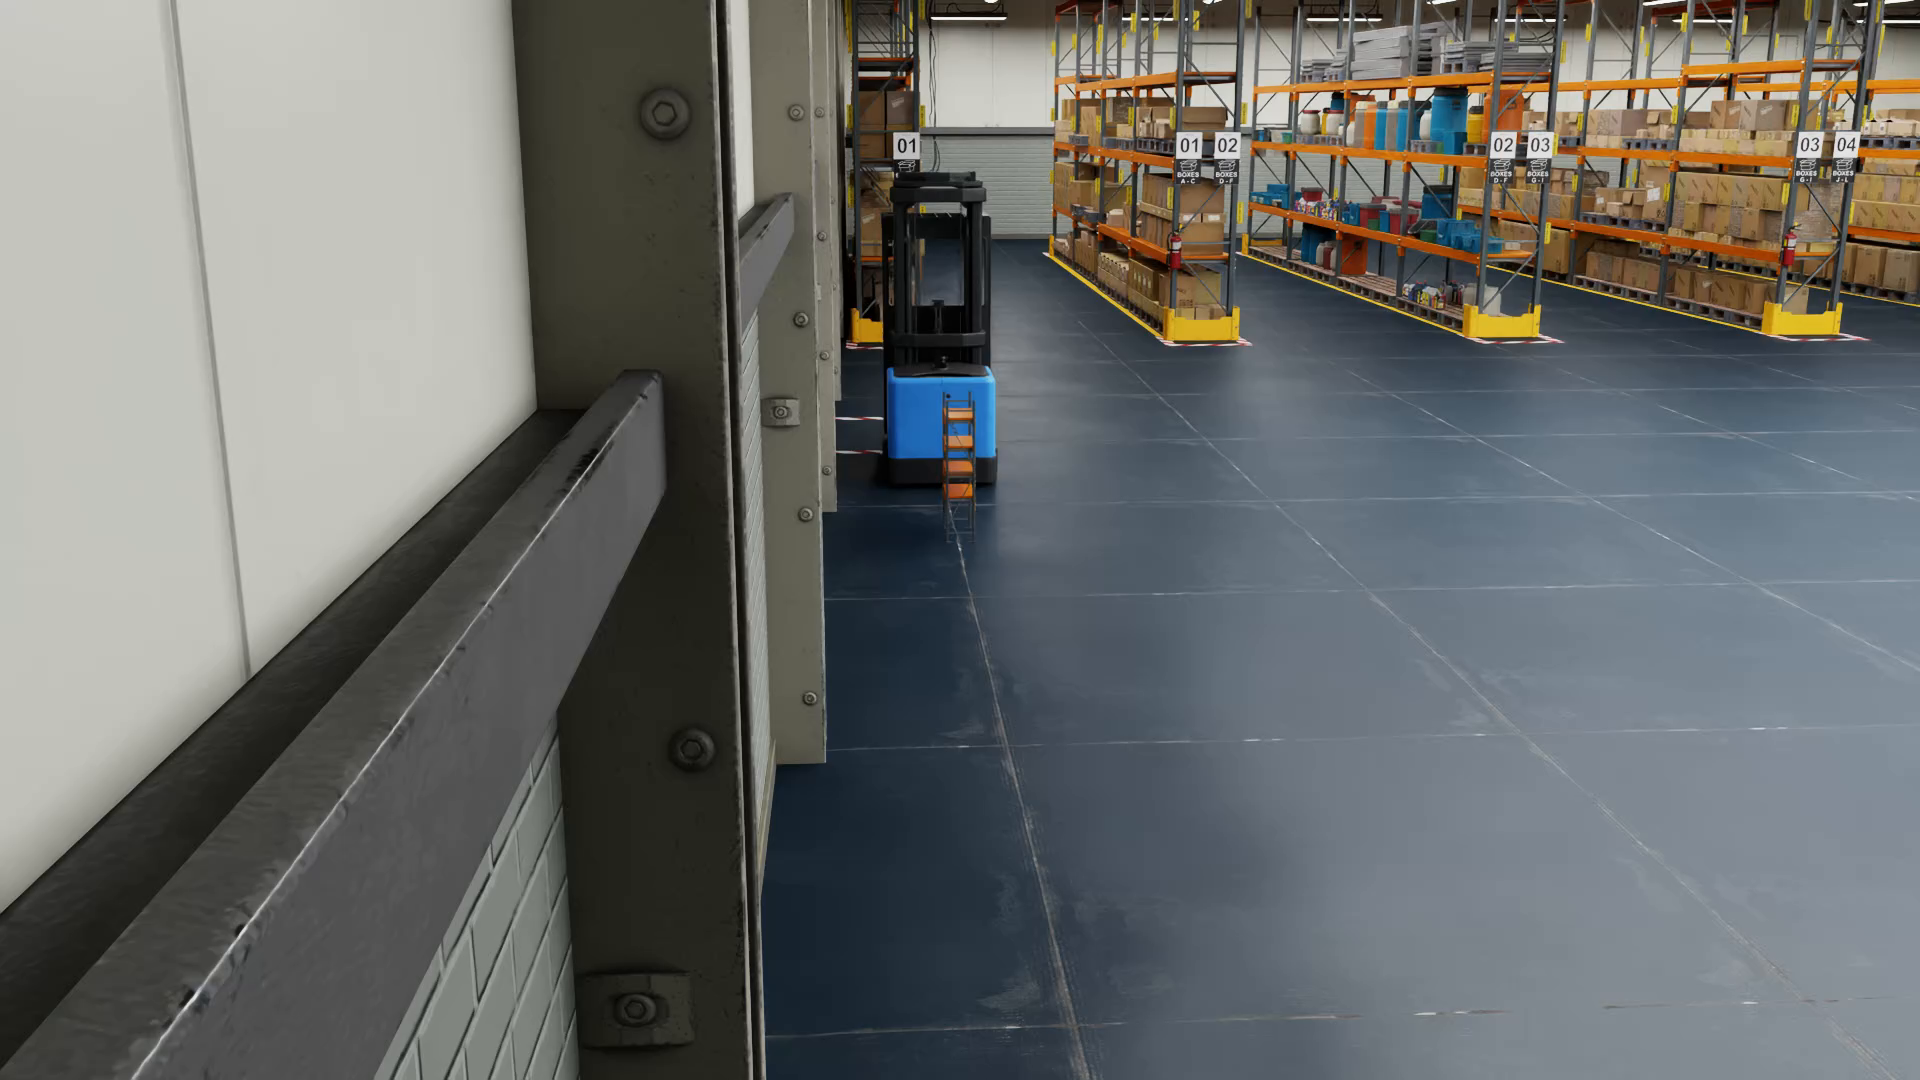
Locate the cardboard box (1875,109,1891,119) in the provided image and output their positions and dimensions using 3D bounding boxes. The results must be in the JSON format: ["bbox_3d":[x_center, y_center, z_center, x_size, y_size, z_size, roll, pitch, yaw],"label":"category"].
[{"bbox_3d":[22.587,-10.189,40.345,0.500,0.500,0.500,-1,14,-2],"label":"cardboard box"}]

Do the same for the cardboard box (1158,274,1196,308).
[{"bbox_3d":[3.494,-4.020,26.800,0.500,0.500,0.500,-1,14,-3],"label":"cardboard box"}]

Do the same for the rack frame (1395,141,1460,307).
[{"bbox_3d":[8.520,-5.726,30.263,1.000,3.000,0.127,-1,14,-3],"label":"rack frame"}]

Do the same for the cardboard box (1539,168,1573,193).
[{"bbox_3d":[13.101,-7.843,36.274,0.797,0.503,0.637,0,14,-2],"label":"cardboard box"}]

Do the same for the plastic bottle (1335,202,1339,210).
[{"bbox_3d":[8.311,-7.304,36.654,0.097,0.271,0.097,0,14,0],"label":"plastic bottle"}]

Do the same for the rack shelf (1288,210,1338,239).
[{"bbox_3d":[8.149,-6.870,36.152,1.077,0.370,4.000,-1,14,-3],"label":"rack shelf"}]

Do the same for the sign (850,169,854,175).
[{"bbox_3d":[-2.665,-9.008,41.122,0.100,0.325,0.005,-1,14,-3],"label":"sign"}]

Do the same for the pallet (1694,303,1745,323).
[{"bbox_3d":[13.619,-3.982,29.078,1.003,0.211,1.213,-1,14,-3],"label":"pallet"}]

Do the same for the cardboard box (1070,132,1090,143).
[{"bbox_3d":[2.785,-9.137,37.801,0.500,0.250,0.500,-1,14,-3],"label":"cardboard box"}]

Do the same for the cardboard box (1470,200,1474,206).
[{"bbox_3d":[12.528,-8.124,40.087,0.380,0.149,0.250,-1,14,-3],"label":"cardboard box"}]

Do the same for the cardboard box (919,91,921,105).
[{"bbox_3d":[-0.882,-6.799,26.163,0.500,0.500,0.500,-1,14,-4],"label":"cardboard box"}]

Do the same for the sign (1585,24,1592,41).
[{"bbox_3d":[12.662,-10.223,33.506,0.100,0.325,0.005,-1,14,-3],"label":"sign"}]

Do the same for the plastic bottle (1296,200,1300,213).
[{"bbox_3d":[7.630,-7.528,37.501,0.061,0.283,0.133,-1,14,-3],"label":"plastic bottle"}]

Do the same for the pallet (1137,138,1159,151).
[{"bbox_3d":[3.655,-6.849,28.783,1.003,0.211,1.213,-1,14,-3],"label":"pallet"}]

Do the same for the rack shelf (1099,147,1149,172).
[{"bbox_3d":[3.452,-7.252,31.618,1.077,0.370,4.000,-1,14,-3],"label":"rack shelf"}]

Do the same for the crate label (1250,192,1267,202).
[{"bbox_3d":[7.464,-8.592,41.617,0.416,0.233,0.303,-1,14,-3],"label":"crate label"}]

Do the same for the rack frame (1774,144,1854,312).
[{"bbox_3d":[13.712,-4.808,26.693,1.000,3.000,0.127,-1,14,-3],"label":"rack frame"}]

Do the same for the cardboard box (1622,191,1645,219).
[{"bbox_3d":[13.264,-6.486,32.165,0.797,0.503,0.637,1,14,2],"label":"cardboard box"}]

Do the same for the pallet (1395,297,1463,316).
[{"bbox_3d":[8.520,-4.208,29.958,1.003,0.211,1.213,-1,14,-3],"label":"pallet"}]

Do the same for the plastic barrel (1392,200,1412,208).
[{"bbox_3d":[8.608,-6.324,32.311,0.433,0.535,0.433,0,14,0],"label":"plastic barrel"}]

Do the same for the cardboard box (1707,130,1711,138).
[{"bbox_3d":[13.315,-7.097,29.071,0.380,0.149,0.250,0,14,-2],"label":"cardboard box"}]

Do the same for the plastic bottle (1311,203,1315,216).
[{"bbox_3d":[7.725,-7.215,36.308,0.097,0.271,0.097,0,14,0],"label":"plastic bottle"}]

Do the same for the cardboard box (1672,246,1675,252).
[{"bbox_3d":[17.547,-7.082,40.411,0.380,0.149,0.250,-1,14,-2],"label":"cardboard box"}]

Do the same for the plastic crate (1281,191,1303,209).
[{"bbox_3d":[7.655,-7.848,38.421,0.392,0.384,0.575,-1,14,-3],"label":"plastic crate"}]

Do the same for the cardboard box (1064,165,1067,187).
[{"bbox_3d":[2.725,-8.548,39.020,0.500,0.500,0.500,-1,14,-3],"label":"cardboard box"}]

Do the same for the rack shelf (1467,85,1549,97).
[{"bbox_3d":[12.844,-10.653,39.618,1.077,0.370,4.000,-1,14,-3],"label":"rack shelf"}]

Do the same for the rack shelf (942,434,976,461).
[{"bbox_3d":[-0.010,-0.774,13.998,0.258,0.148,0.480,-1,14,-3],"label":"rack shelf"}]

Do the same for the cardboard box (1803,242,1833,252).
[{"bbox_3d":[13.932,-4.761,27.014,0.380,0.149,0.250,-1,14,-3],"label":"cardboard box"}]

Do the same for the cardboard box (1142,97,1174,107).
[{"bbox_3d":[3.578,-7.751,30.067,0.500,0.500,0.500,-1,14,-3],"label":"cardboard box"}]

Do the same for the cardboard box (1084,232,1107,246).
[{"bbox_3d":[2.961,-6.509,35.931,0.500,0.250,0.500,-1,14,-4],"label":"cardboard box"}]

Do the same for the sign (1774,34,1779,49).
[{"bbox_3d":[18.478,-11.288,37.648,0.100,0.325,0.005,-1,14,-3],"label":"sign"}]

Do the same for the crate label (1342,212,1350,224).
[{"bbox_3d":[7.925,-6.529,33.720,0.303,0.233,0.416,-1,14,-3],"label":"crate label"}]

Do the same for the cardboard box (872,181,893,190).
[{"bbox_3d":[-1.529,-6.979,32.745,0.380,0.149,0.250,-3,15,-13],"label":"cardboard box"}]

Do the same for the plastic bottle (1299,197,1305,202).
[{"bbox_3d":[7.726,-7.589,37.603,0.144,0.351,0.185,-1,14,-3],"label":"plastic bottle"}]

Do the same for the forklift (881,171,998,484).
[{"bbox_3d":[-0.247,-2.268,16.959,1.130,2.935,3.031,-1,14,-3],"label":"forklift"}]

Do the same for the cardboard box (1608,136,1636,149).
[{"bbox_3d":[13.064,-7.801,32.609,0.500,0.250,0.500,-1,14,-2],"label":"cardboard box"}]

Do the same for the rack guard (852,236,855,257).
[{"bbox_3d":[-2.113,-7.353,41.602,1.175,0.500,0.348,-1,14,-3],"label":"rack guard"}]

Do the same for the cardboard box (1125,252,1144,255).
[{"bbox_3d":[3.607,-5.662,33.564,0.500,0.311,0.500,-1,14,-2],"label":"cardboard box"}]

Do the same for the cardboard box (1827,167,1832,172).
[{"bbox_3d":[22.357,-9.349,42.135,0.500,0.500,0.500,-1,14,-5],"label":"cardboard box"}]

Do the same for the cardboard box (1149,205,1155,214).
[{"bbox_3d":[3.464,-5.689,28.617,0.380,0.149,0.250,-1,14,-5],"label":"cardboard box"}]

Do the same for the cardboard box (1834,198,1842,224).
[{"bbox_3d":[17.965,-6.655,33.672,0.500,0.500,0.500,-1,14,-4],"label":"cardboard box"}]

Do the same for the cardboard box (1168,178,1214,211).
[{"bbox_3d":[3.767,-5.593,26.940,0.700,0.500,0.500,-1,14,-5],"label":"cardboard box"}]

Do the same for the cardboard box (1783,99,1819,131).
[{"bbox_3d":[13.889,-7.069,27.659,0.500,0.500,0.500,-1,14,-4],"label":"cardboard box"}]

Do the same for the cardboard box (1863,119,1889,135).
[{"bbox_3d":[18.061,-8.075,32.505,0.500,0.311,0.500,-1,14,-4],"label":"cardboard box"}]

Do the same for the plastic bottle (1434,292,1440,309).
[{"bbox_3d":[8.191,-4.108,28.541,0.061,0.283,0.133,-1,14,-2],"label":"plastic bottle"}]

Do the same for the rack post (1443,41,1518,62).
[{"bbox_3d":[8.617,-8.082,27.529,0.937,0.300,0.954,-1,14,-4],"label":"rack post"}]

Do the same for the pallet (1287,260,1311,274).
[{"bbox_3d":[8.031,-6.173,37.594,1.003,0.211,1.213,-1,14,-3],"label":"pallet"}]

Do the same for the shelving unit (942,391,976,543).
[{"bbox_3d":[-0.010,-0.622,14.037,0.258,1.200,0.503,-1,14,-3],"label":"shelving unit"}]

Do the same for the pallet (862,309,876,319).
[{"bbox_3d":[-1.212,-3.752,28.186,1.003,0.211,1.213,-1,14,-3],"label":"pallet"}]

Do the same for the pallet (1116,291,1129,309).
[{"bbox_3d":[3.492,-4.483,31.026,1.003,0.211,1.213,-1,14,-3],"label":"pallet"}]

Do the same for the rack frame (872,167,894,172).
[{"bbox_3d":[-2.111,-8.558,41.267,1.000,3.000,0.127,-1,14,-3],"label":"rack frame"}]

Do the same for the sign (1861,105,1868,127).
[{"bbox_3d":[14.253,-6.692,26.243,0.100,0.325,0.005,-1,14,-3],"label":"sign"}]

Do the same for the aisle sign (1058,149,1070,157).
[{"bbox_3d":[2.536,-9.907,41.292,0.394,0.787,0.004,-1,14,-3],"label":"aisle sign"}]

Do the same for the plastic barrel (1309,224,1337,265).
[{"bbox_3d":[8.085,-6.591,36.993,0.600,0.901,0.708,-1,14,-3],"label":"plastic barrel"}]

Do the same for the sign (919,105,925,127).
[{"bbox_3d":[-0.578,-6.463,25.352,0.100,0.325,0.005,-1,14,-3],"label":"sign"}]

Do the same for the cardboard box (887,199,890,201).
[{"bbox_3d":[-0.973,-5.511,28.183,0.500,0.500,0.500,-1,14,-5],"label":"cardboard box"}]
